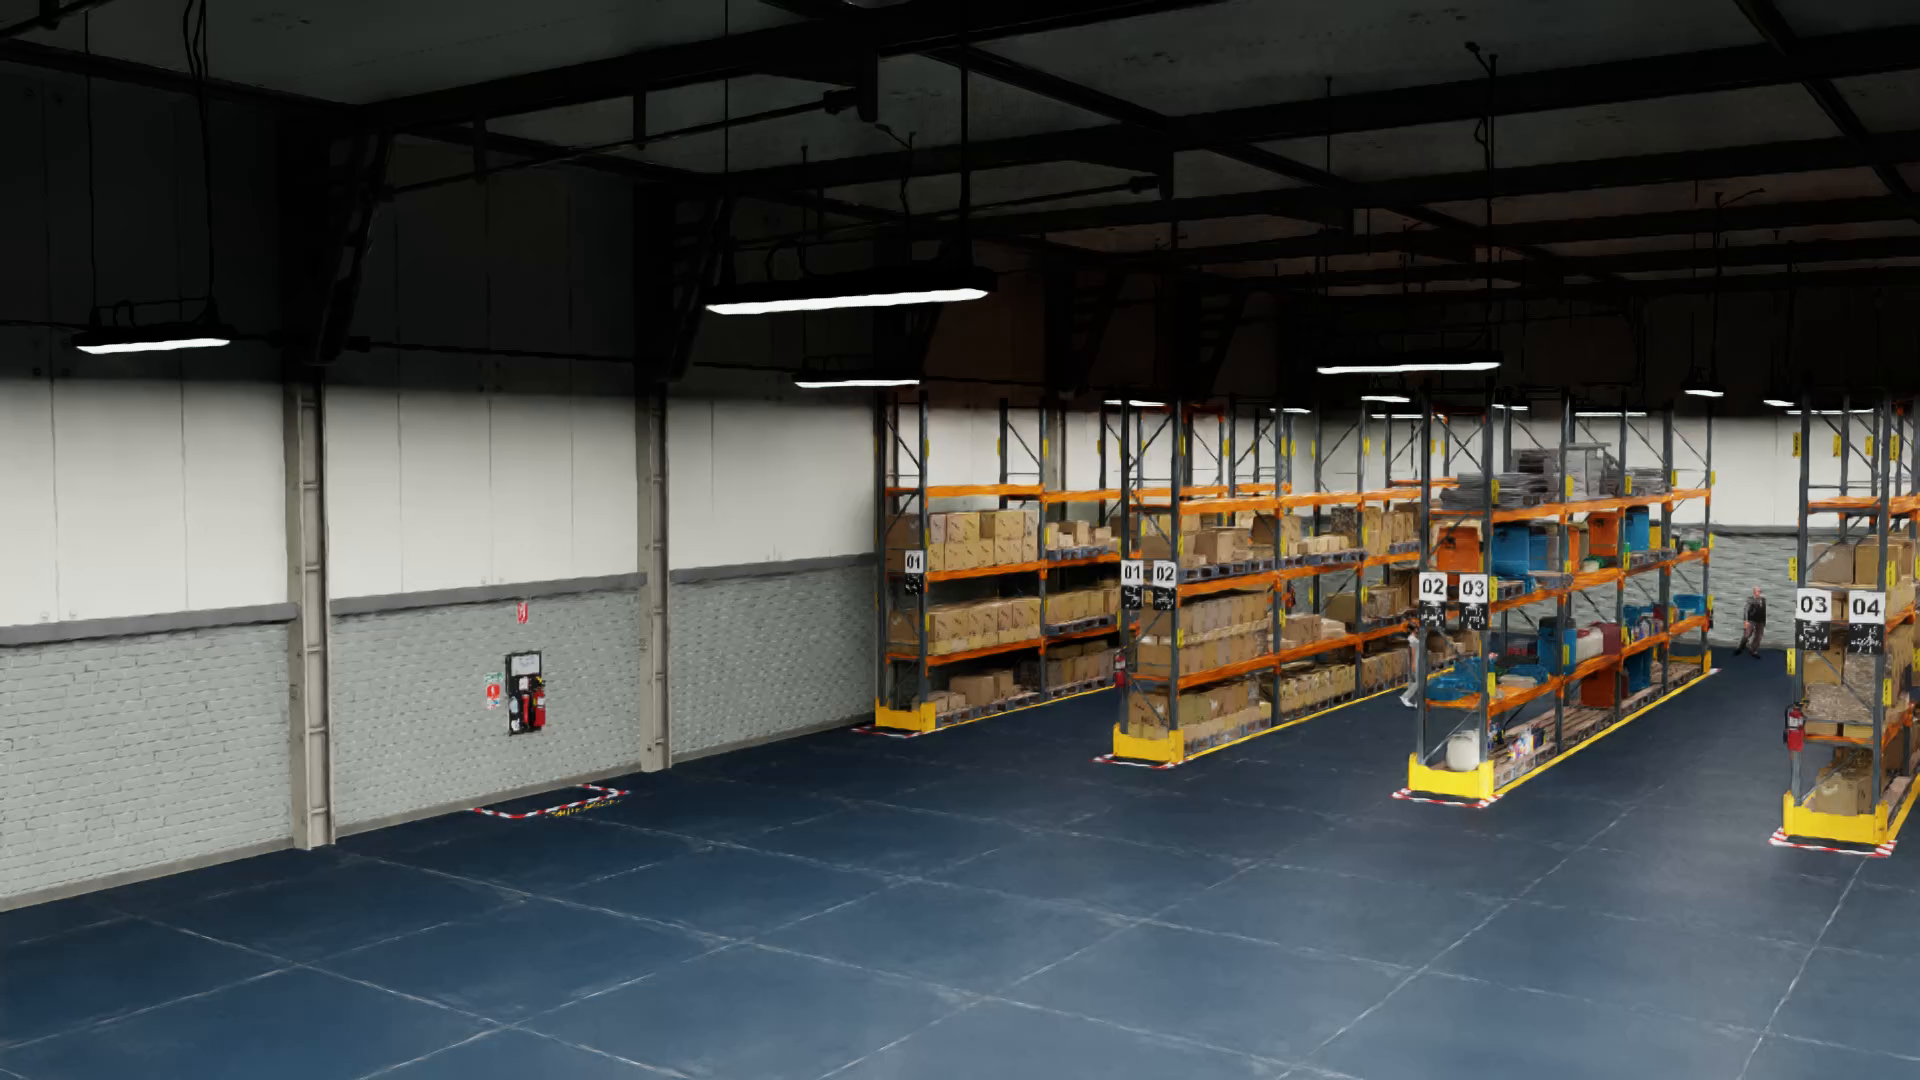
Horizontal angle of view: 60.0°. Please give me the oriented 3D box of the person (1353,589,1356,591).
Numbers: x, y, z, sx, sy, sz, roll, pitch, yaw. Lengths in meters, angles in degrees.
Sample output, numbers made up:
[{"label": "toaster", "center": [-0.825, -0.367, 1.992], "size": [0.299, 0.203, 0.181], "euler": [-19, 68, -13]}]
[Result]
[{"label": "person", "center": [9.393, 1.988, 39.335], "size": [0.682, 1.676, 0.535], "euler": [2, 4, 33]}]

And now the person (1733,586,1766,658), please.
[{"label": "person", "center": [18.860, 1.944, 39.668], "size": [0.706, 1.711, 0.518], "euler": [0, 3, -7]}]

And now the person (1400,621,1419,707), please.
[{"label": "person", "center": [8.701, 2.392, 31.987], "size": [0.435, 1.671, 0.492], "euler": [1, 3, 10]}]
